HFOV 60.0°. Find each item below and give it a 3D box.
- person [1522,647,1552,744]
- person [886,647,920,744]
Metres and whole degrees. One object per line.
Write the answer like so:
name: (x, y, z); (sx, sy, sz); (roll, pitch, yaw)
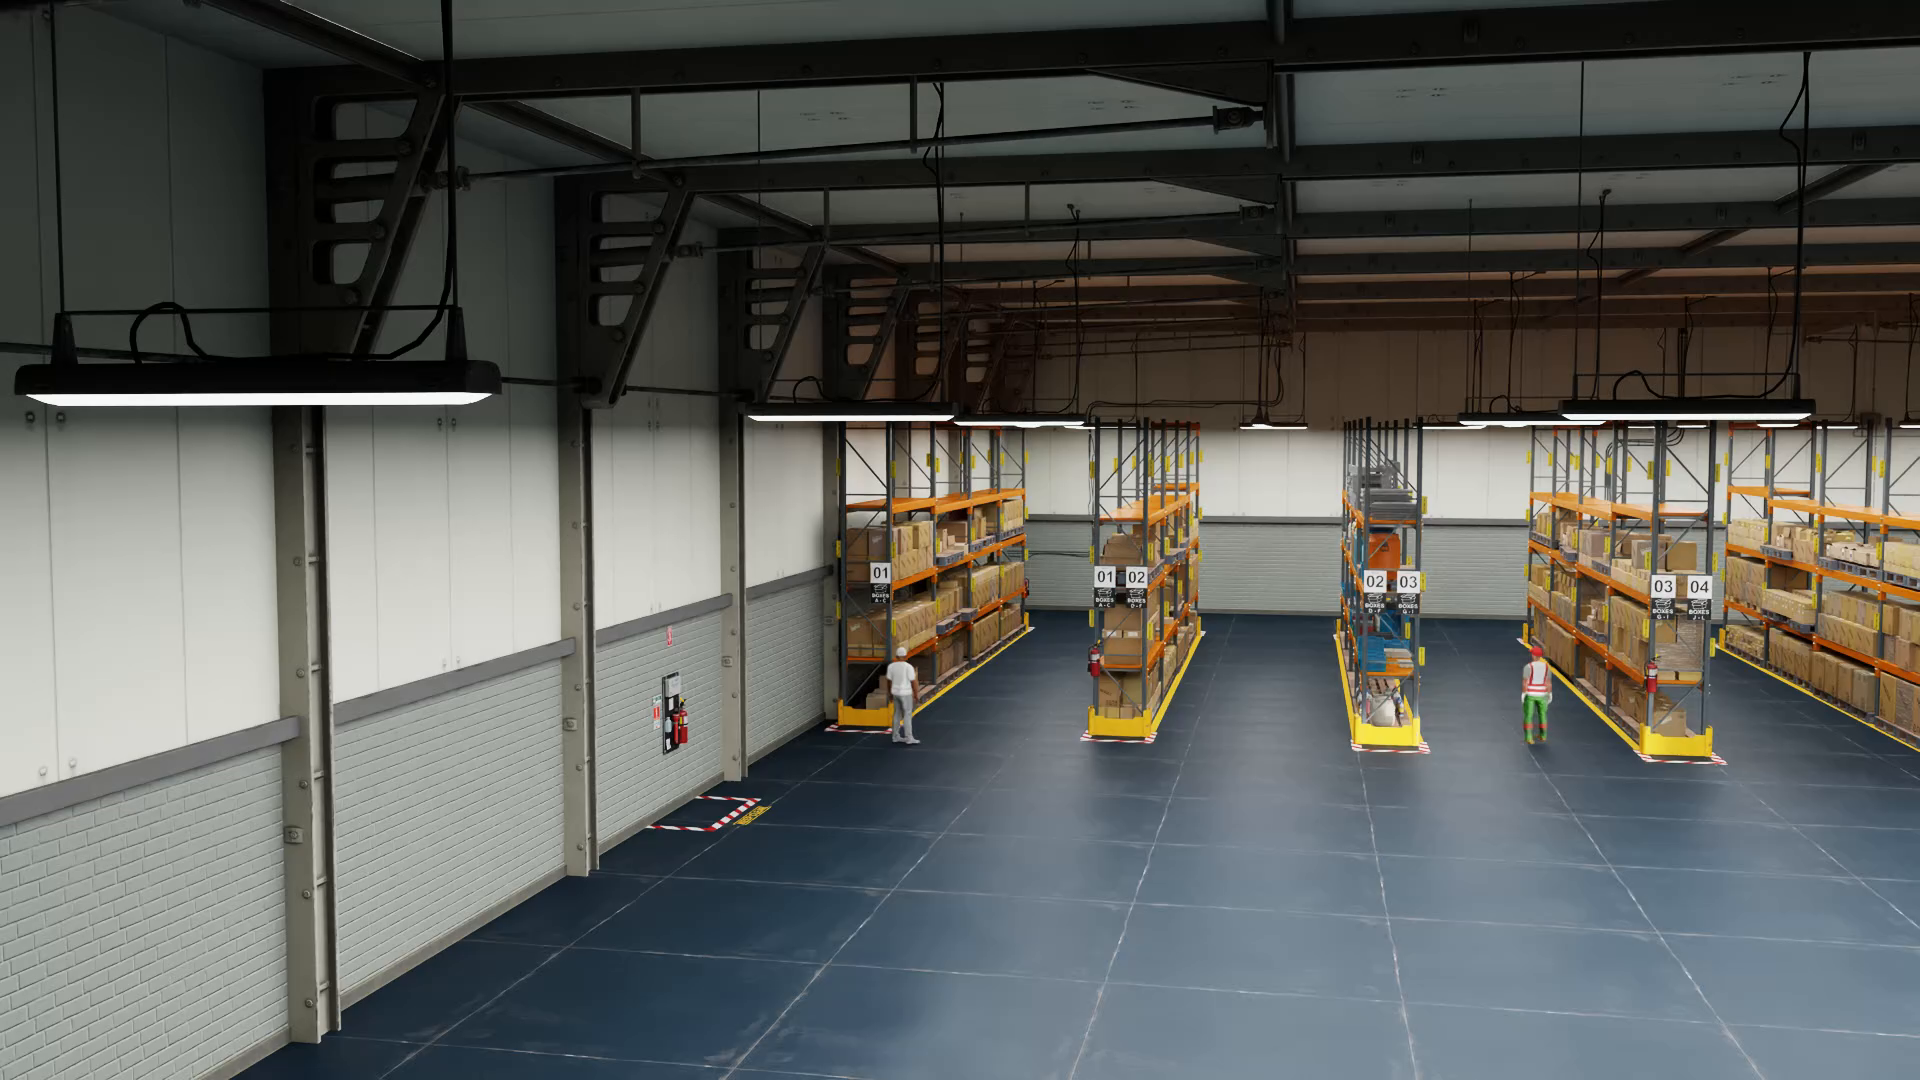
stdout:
person: (10.650, 2.840, 30.698); (0.532, 1.784, 0.625); (1, 4, 18)
person: (-1.054, 2.848, 30.602); (0.434, 1.772, 0.578); (-4, 5, -44)
